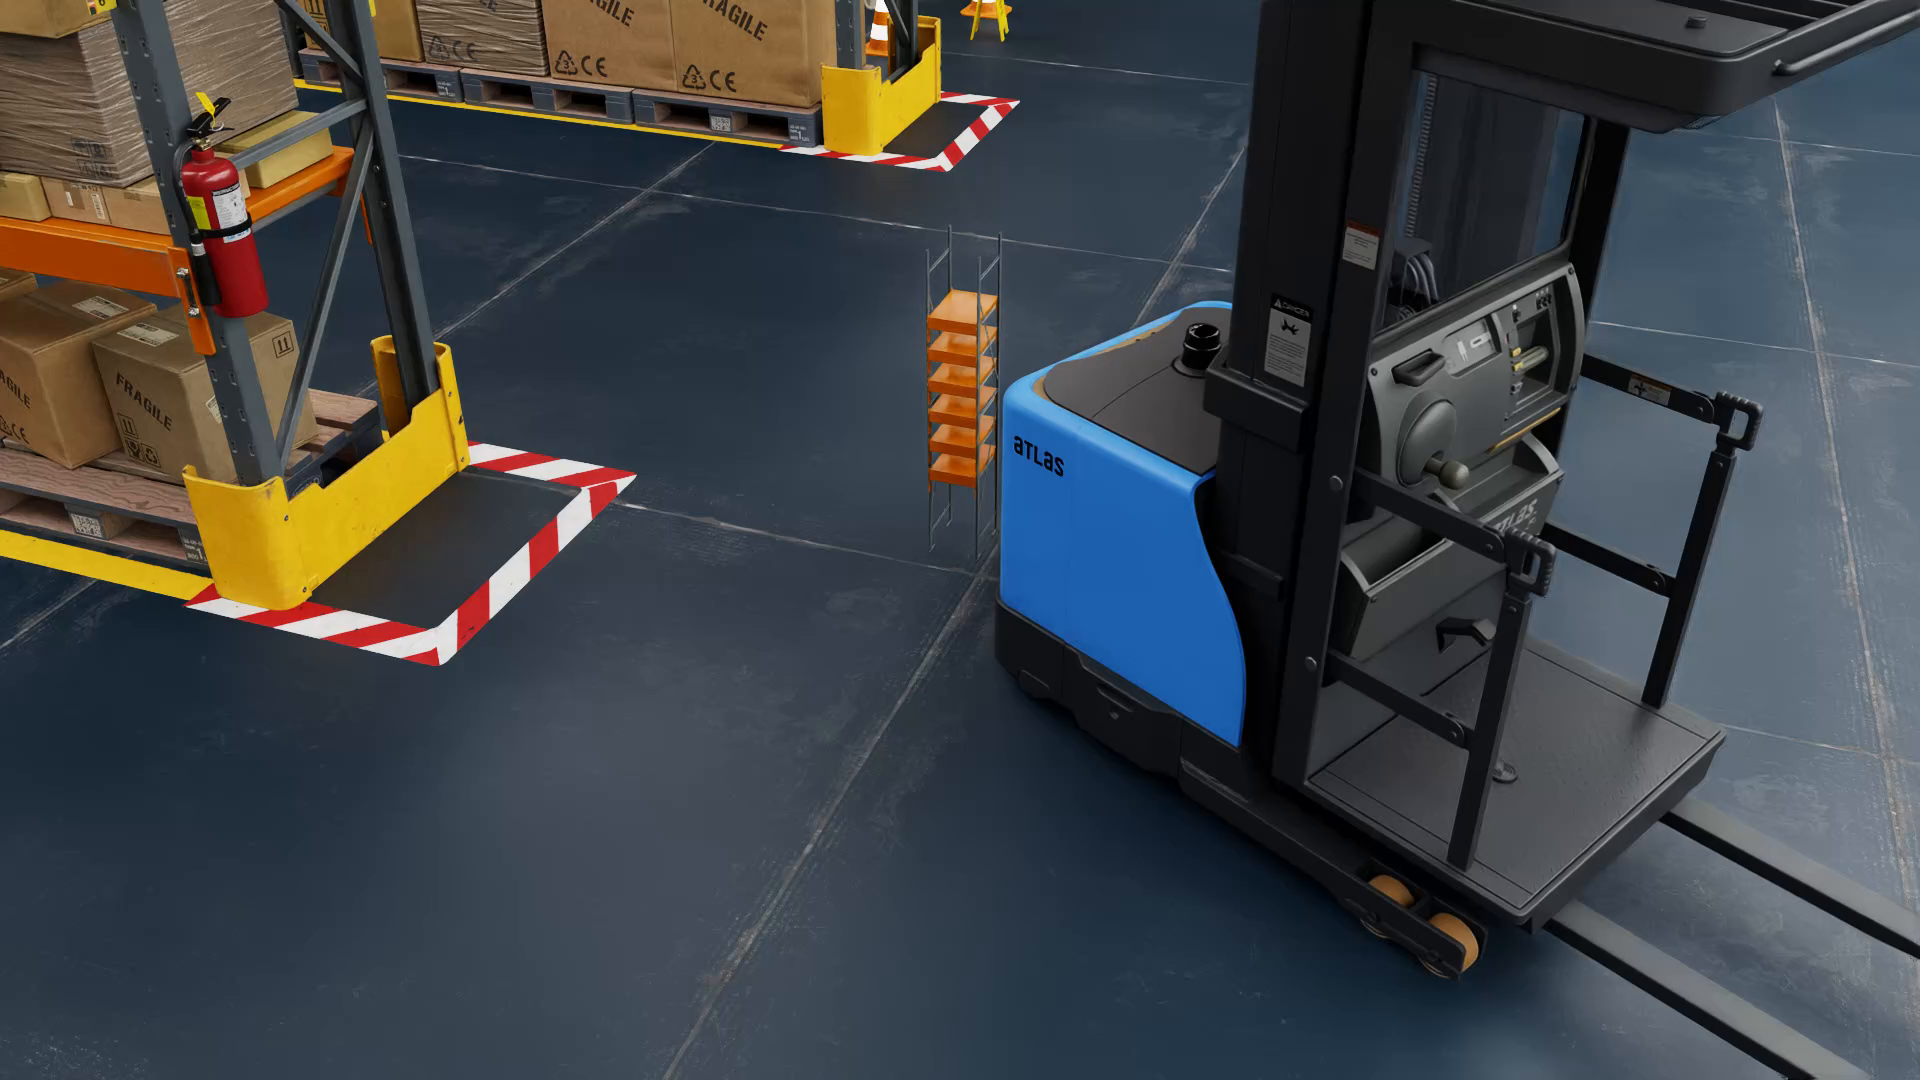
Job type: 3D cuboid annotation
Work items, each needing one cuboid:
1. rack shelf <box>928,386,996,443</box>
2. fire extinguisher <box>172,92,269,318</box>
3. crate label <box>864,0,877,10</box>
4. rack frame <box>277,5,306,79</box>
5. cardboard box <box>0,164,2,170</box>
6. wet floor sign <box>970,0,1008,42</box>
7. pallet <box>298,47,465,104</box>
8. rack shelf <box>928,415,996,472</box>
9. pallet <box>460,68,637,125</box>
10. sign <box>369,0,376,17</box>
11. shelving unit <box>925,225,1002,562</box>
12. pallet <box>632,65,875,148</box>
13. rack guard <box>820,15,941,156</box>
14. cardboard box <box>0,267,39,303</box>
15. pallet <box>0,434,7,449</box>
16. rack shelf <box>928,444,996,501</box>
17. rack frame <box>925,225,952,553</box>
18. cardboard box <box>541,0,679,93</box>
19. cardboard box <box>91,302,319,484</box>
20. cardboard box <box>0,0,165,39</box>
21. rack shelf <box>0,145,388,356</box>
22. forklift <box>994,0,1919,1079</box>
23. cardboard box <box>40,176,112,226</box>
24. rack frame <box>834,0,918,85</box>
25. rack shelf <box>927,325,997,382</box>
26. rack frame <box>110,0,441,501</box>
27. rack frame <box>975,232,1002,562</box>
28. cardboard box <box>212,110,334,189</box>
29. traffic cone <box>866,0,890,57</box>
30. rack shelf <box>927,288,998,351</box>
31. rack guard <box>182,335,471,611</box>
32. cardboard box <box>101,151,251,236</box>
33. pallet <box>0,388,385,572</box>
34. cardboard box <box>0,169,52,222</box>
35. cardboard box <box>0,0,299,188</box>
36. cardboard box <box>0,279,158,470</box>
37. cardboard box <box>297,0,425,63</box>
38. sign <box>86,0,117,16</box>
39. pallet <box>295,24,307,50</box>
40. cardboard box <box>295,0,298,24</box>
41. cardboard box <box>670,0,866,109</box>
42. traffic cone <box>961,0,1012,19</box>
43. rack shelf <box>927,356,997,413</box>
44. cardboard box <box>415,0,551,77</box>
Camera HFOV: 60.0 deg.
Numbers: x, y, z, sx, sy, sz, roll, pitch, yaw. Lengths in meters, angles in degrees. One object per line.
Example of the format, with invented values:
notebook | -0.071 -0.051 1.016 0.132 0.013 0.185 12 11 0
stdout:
rack shelf | 0.014 -0.464 5.945 0.180 0.103 0.258 11 34 16
fire extinguisher | -2.302 -1.028 5.148 0.183 0.674 0.296 11 34 16
crate label | -0.566 -4.077 12.439 0.298 0.136 0.250 -6 33 -9
rack frame | -4.251 -4.563 10.552 0.127 3.000 1.000 11 34 16
cardboard box | -3.274 -1.629 5.640 0.500 0.500 0.875 11 34 16
wet floor sign | 0.210 -3.847 11.614 0.232 0.644 0.267 5 33 8
pallet | -3.562 -3.212 11.031 1.213 0.211 1.003 11 34 16
rack shelf | 0.014 -0.363 6.010 0.180 0.103 0.258 11 34 16
pallet | -2.409 -2.990 10.686 1.213 0.211 1.003 11 34 16
sign | -2.071 -1.957 5.718 0.005 0.325 0.100 11 34 16
shelving unit | 0.014 -0.501 5.920 0.189 1.200 0.258 11 34 16
pallet | -1.265 -2.766 10.339 1.213 0.211 1.003 11 34 16
rack guard | -0.463 -2.776 10.089 0.348 0.500 1.175 11 34 16
cardboard box | -3.993 -0.782 6.613 0.500 0.500 0.500 14 35 21
pallet | -4.223 -0.550 6.907 1.213 0.211 1.003 11 34 16
rack shelf | 0.014 -0.262 6.075 0.180 0.103 0.258 11 34 16
rack frame | -0.073 -0.518 5.946 0.006 1.200 0.240 11 34 16
cardboard box | -1.975 -3.365 10.268 0.875 0.875 0.875 10 34 16
cardboard box | -2.836 -0.566 6.278 0.500 0.500 0.500 18 37 25
cardboard box | -2.855 -1.878 5.105 0.500 0.500 0.500 11 34 16
rack shelf | -4.137 -1.380 6.286 4.000 0.370 1.077 11 34 16
forklift | 1.476 -0.379 4.135 1.130 2.935 3.031 -26 41 -34
cardboard box | -2.827 -1.204 5.581 0.250 0.149 0.380 11 34 16
rack frame | -0.486 -3.831 9.418 0.127 3.000 1.000 11 34 16
rack shelf | 0.014 -0.666 5.814 0.180 0.103 0.258 11 34 16
rack frame | -2.254 -1.317 5.524 0.127 3.000 1.000 11 34 16
rack frame | 0.100 -0.485 5.895 0.006 1.200 0.240 11 34 16
cardboard box | -2.442 -1.385 5.861 0.250 0.149 0.380 11 34 16
traffic cone | -0.506 -3.587 11.380 0.334 0.463 0.336 11 34 16
rack shelf | 0.014 -0.767 5.749 0.180 0.103 0.258 11 34 16
rack guard | -2.326 -0.280 6.223 0.348 0.500 1.175 11 34 16
cardboard box | -2.592 -1.158 5.510 0.250 0.149 0.380 11 34 16
pallet | -3.078 -0.326 6.560 1.213 0.211 1.003 11 34 16
cardboard box | -3.080 -1.223 5.611 0.250 0.149 0.380 11 34 16
cardboard box | -2.763 -1.598 5.594 0.500 0.500 0.875 11 34 16
cardboard box | -3.411 -0.658 6.421 0.500 0.500 0.500 21 38 29
cardboard box | -3.683 -3.696 10.780 0.875 0.875 0.875 12 35 17
sign | -2.460 -1.656 4.691 0.005 0.325 0.100 11 34 16
pallet | -5.003 -3.494 11.467 1.213 0.211 1.003 11 34 16
cardboard box | -4.866 -3.862 11.153 0.750 0.750 1.050 11 34 16
cardboard box | -1.146 -3.205 10.020 0.875 0.875 0.875 11 35 17
traffic cone | 0.195 -4.102 12.177 0.334 0.463 0.336 11 34 16
rack shelf | 0.014 -0.565 5.879 0.180 0.103 0.258 11 34 16
cardboard box | -2.833 -3.533 10.528 0.875 0.875 0.875 11 35 17
